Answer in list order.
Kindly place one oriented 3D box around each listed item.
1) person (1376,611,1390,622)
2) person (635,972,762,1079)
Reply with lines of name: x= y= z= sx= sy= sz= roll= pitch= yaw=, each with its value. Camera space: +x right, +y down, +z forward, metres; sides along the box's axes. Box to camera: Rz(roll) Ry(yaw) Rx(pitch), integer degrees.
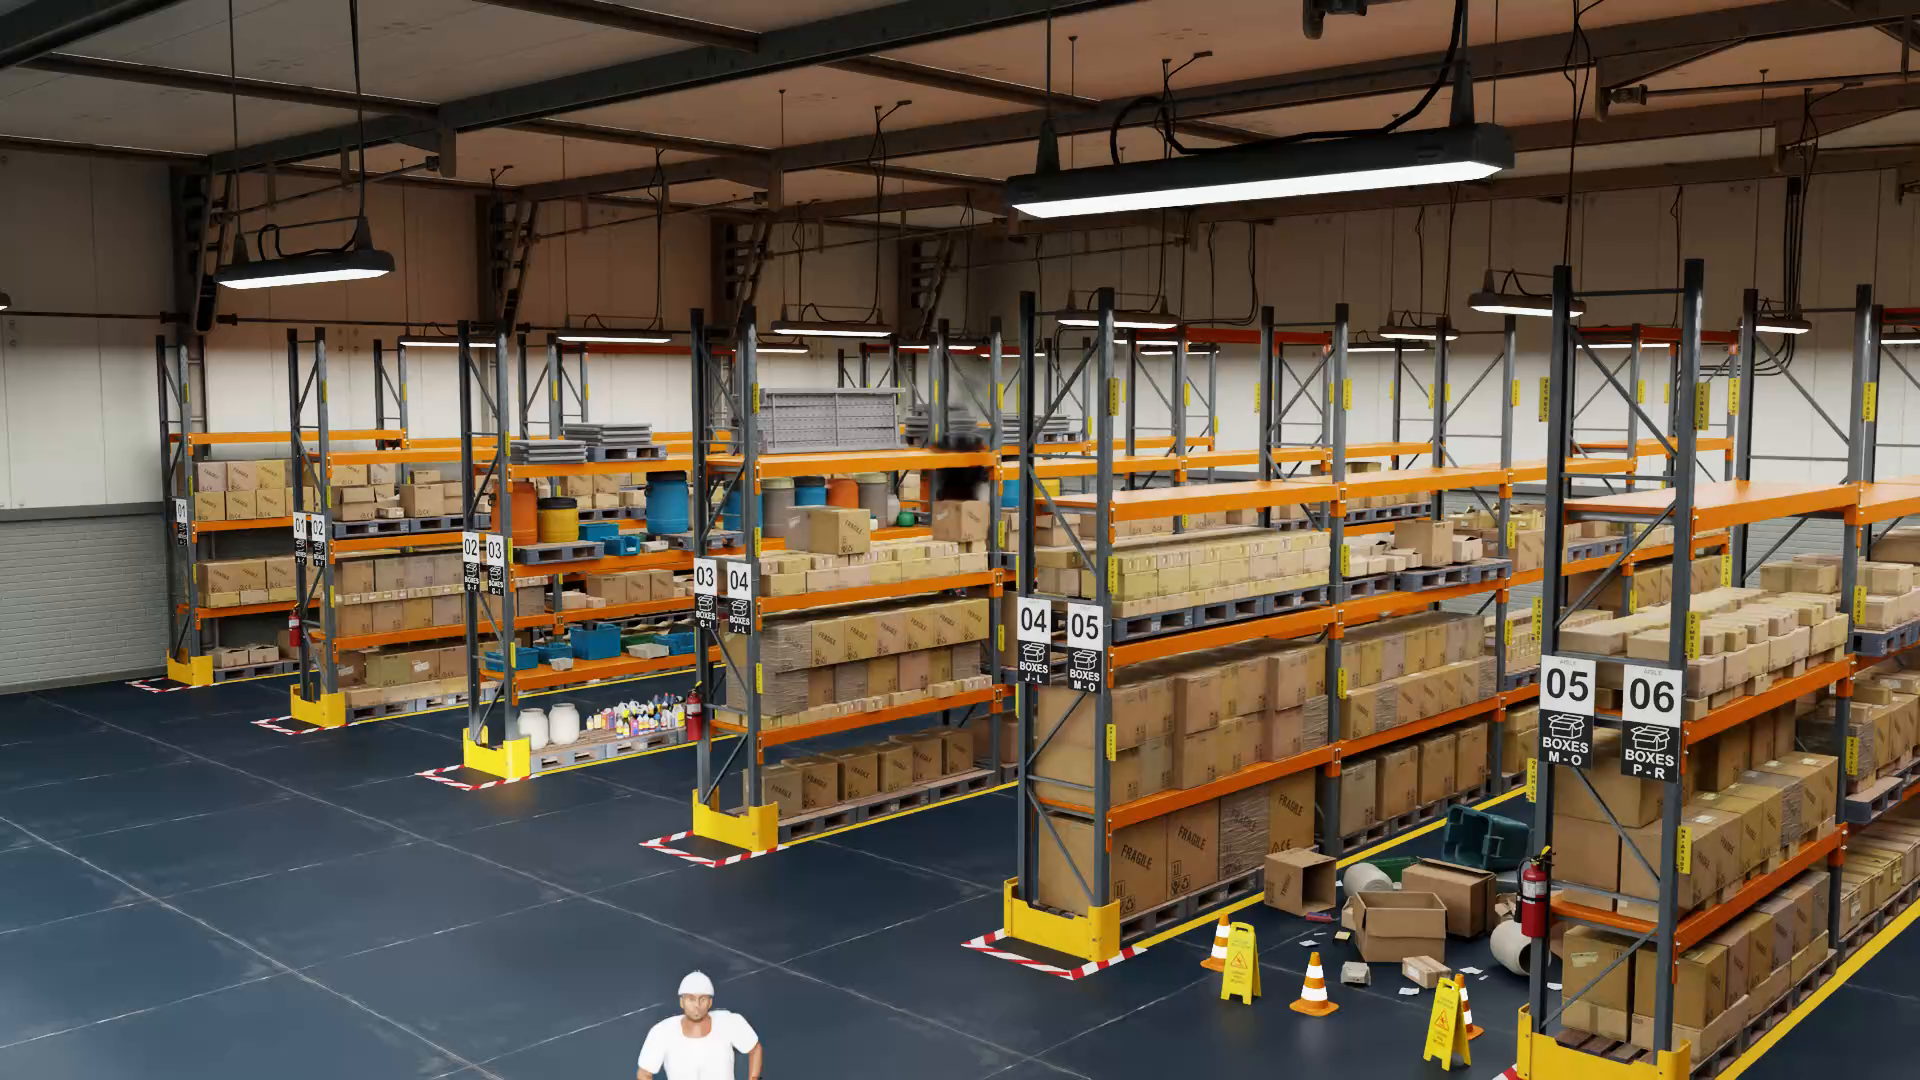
person: x=6.585 y=1.887 z=25.910 sx=0.608 sy=1.653 sz=0.942 roll=5 pitch=7 yaw=40
person: x=-1.529 y=3.389 z=9.787 sx=0.744 sy=1.726 sz=0.593 roll=-1 pitch=5 yaw=-9
